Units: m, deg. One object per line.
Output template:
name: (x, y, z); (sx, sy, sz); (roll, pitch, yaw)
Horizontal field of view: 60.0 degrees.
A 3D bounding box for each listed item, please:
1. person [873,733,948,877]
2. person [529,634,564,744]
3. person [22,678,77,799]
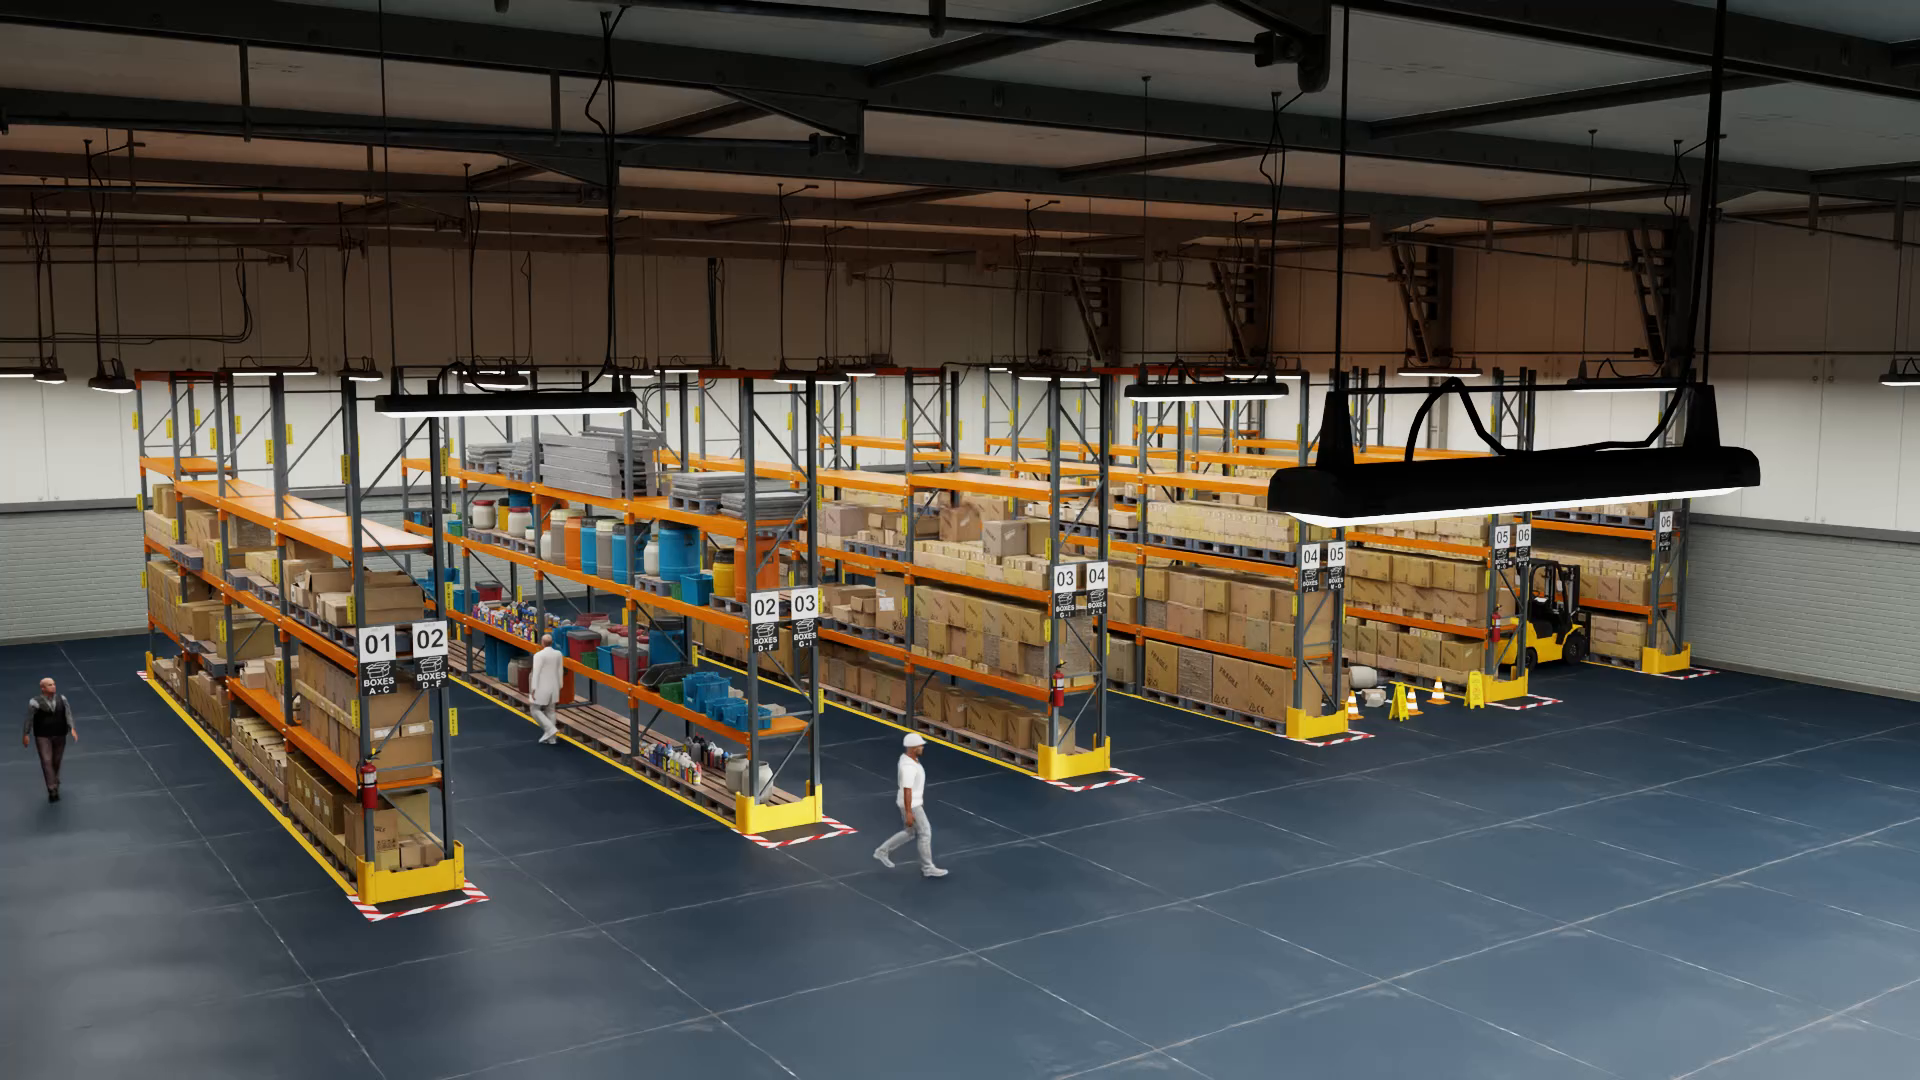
person: (-0.607, 3.197, 20.142); (0.908, 1.740, 0.630); (0, 6, -4)
person: (-6.636, 2.414, 26.843); (0.571, 1.774, 0.621); (5, 8, 40)
person: (-13.038, 2.800, 23.826); (0.633, 1.663, 1.080); (-6, 9, -43)
